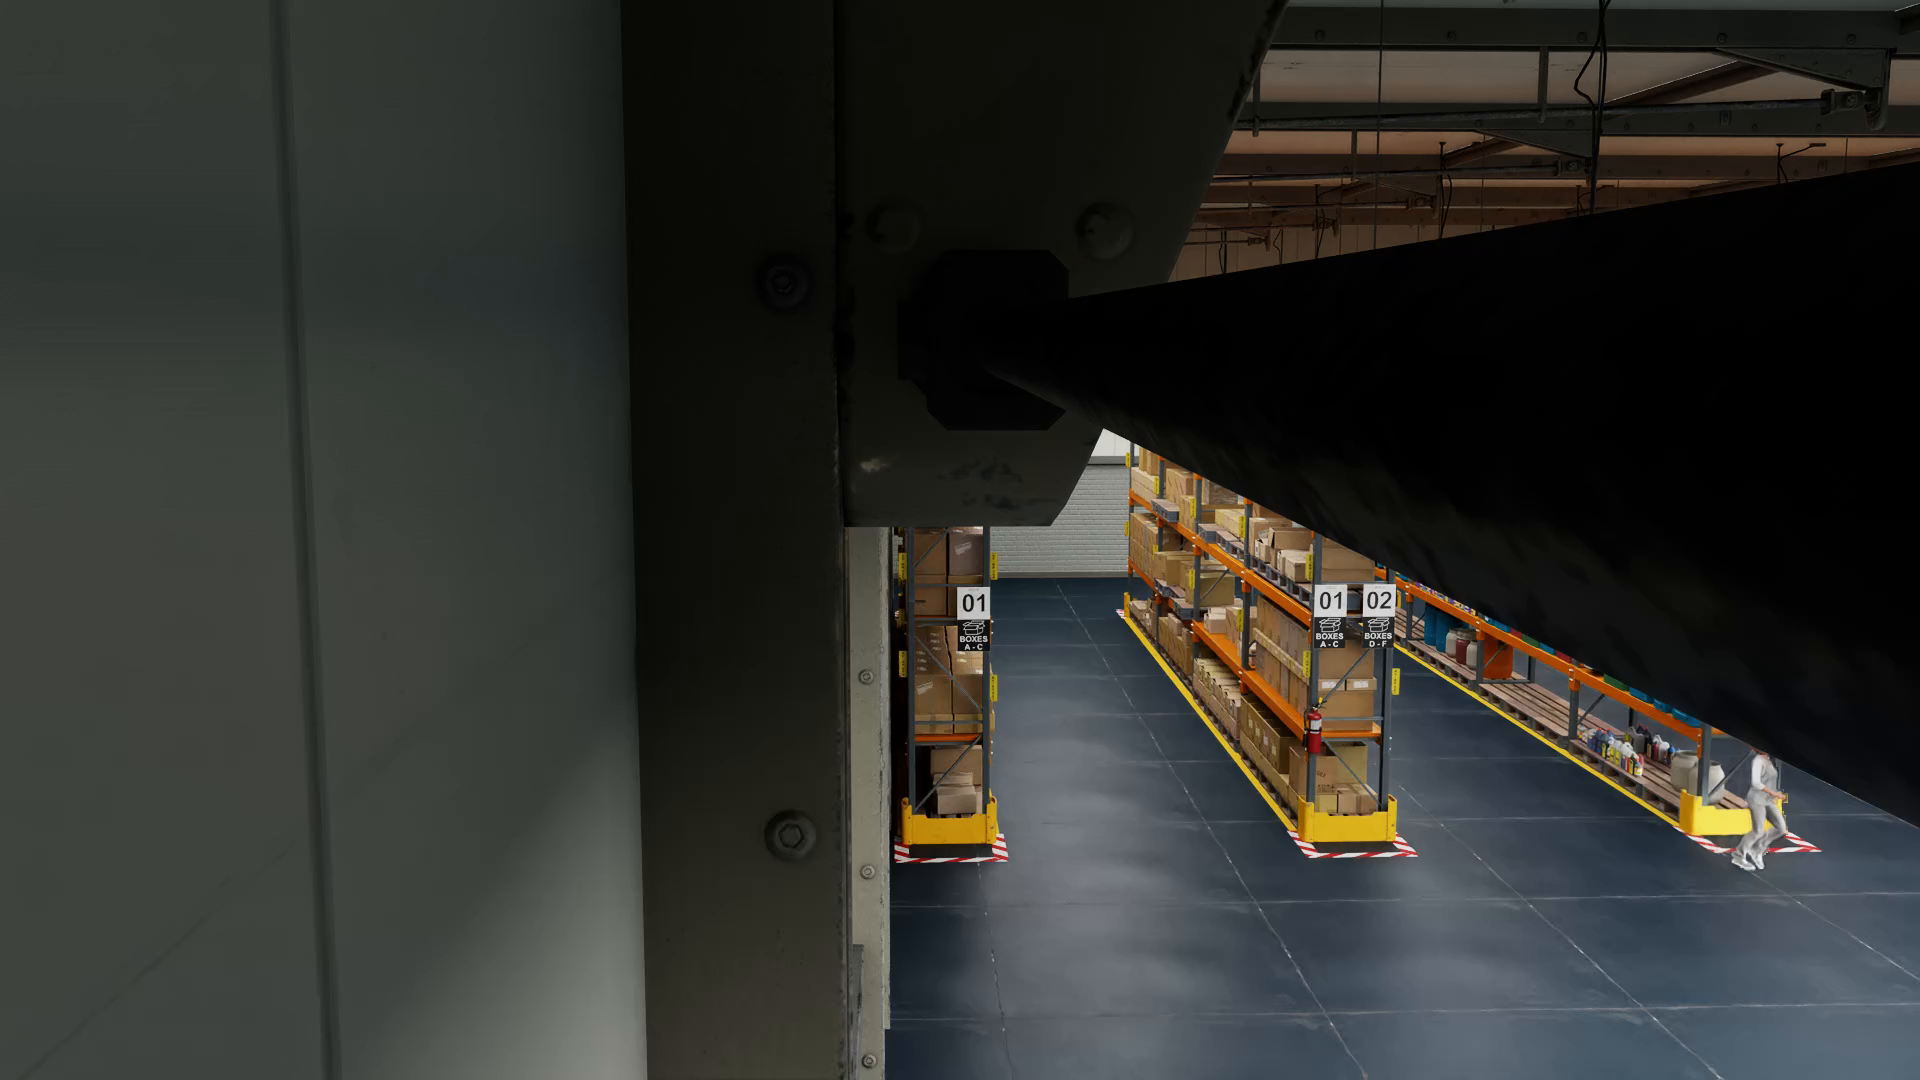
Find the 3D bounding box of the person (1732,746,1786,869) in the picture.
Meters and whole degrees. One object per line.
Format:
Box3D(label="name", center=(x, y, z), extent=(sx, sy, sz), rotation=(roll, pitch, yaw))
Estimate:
Box3D(label="person", center=(9.399, 3.072, 19.455), extent=(0.553, 1.556, 0.616), rotation=(7, 10, 41))
